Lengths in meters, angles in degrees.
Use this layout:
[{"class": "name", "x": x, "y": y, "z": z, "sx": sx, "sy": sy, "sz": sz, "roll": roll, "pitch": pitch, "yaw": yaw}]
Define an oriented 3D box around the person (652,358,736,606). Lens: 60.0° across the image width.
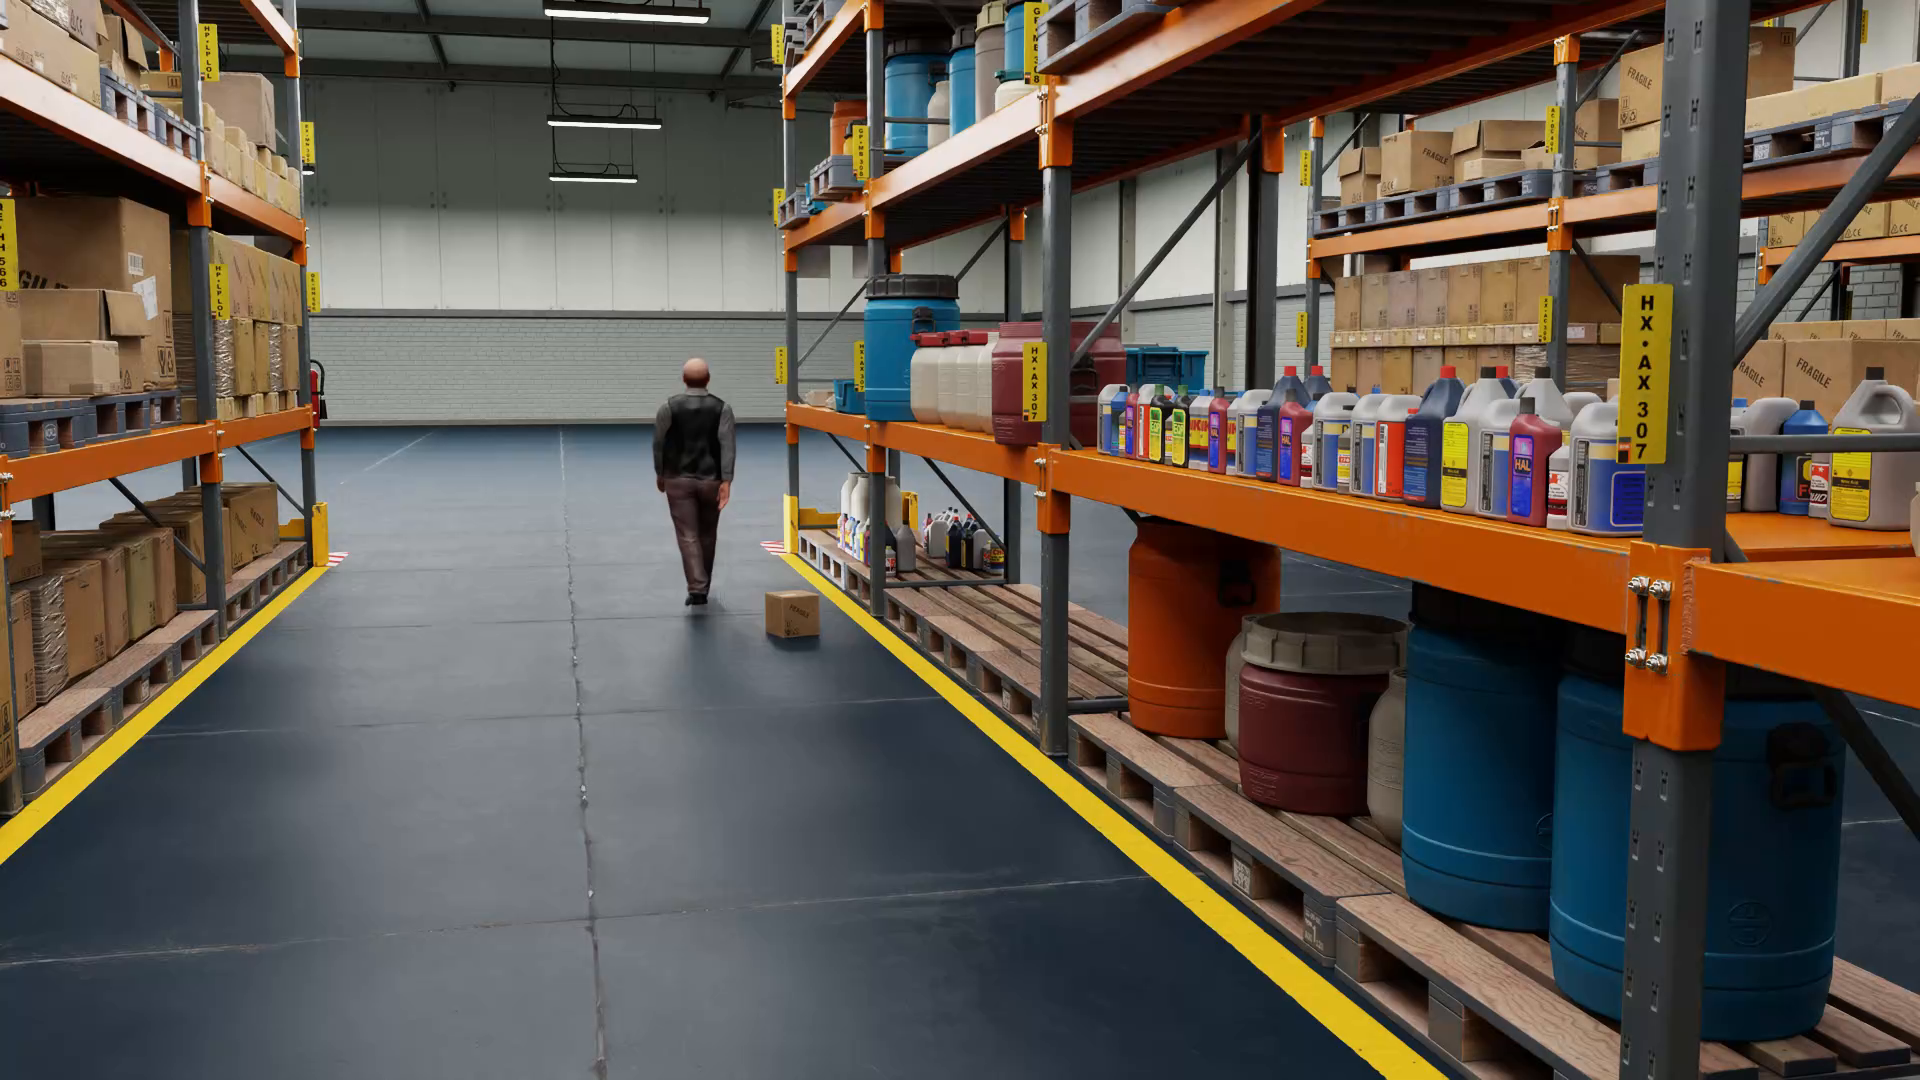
[{"class": "person", "x": -1.823, "y": -0.401, "z": 11.329, "sx": 0.533, "sy": 1.668, "sz": 1.038, "roll": -2, "pitch": 6, "yaw": -20}]
